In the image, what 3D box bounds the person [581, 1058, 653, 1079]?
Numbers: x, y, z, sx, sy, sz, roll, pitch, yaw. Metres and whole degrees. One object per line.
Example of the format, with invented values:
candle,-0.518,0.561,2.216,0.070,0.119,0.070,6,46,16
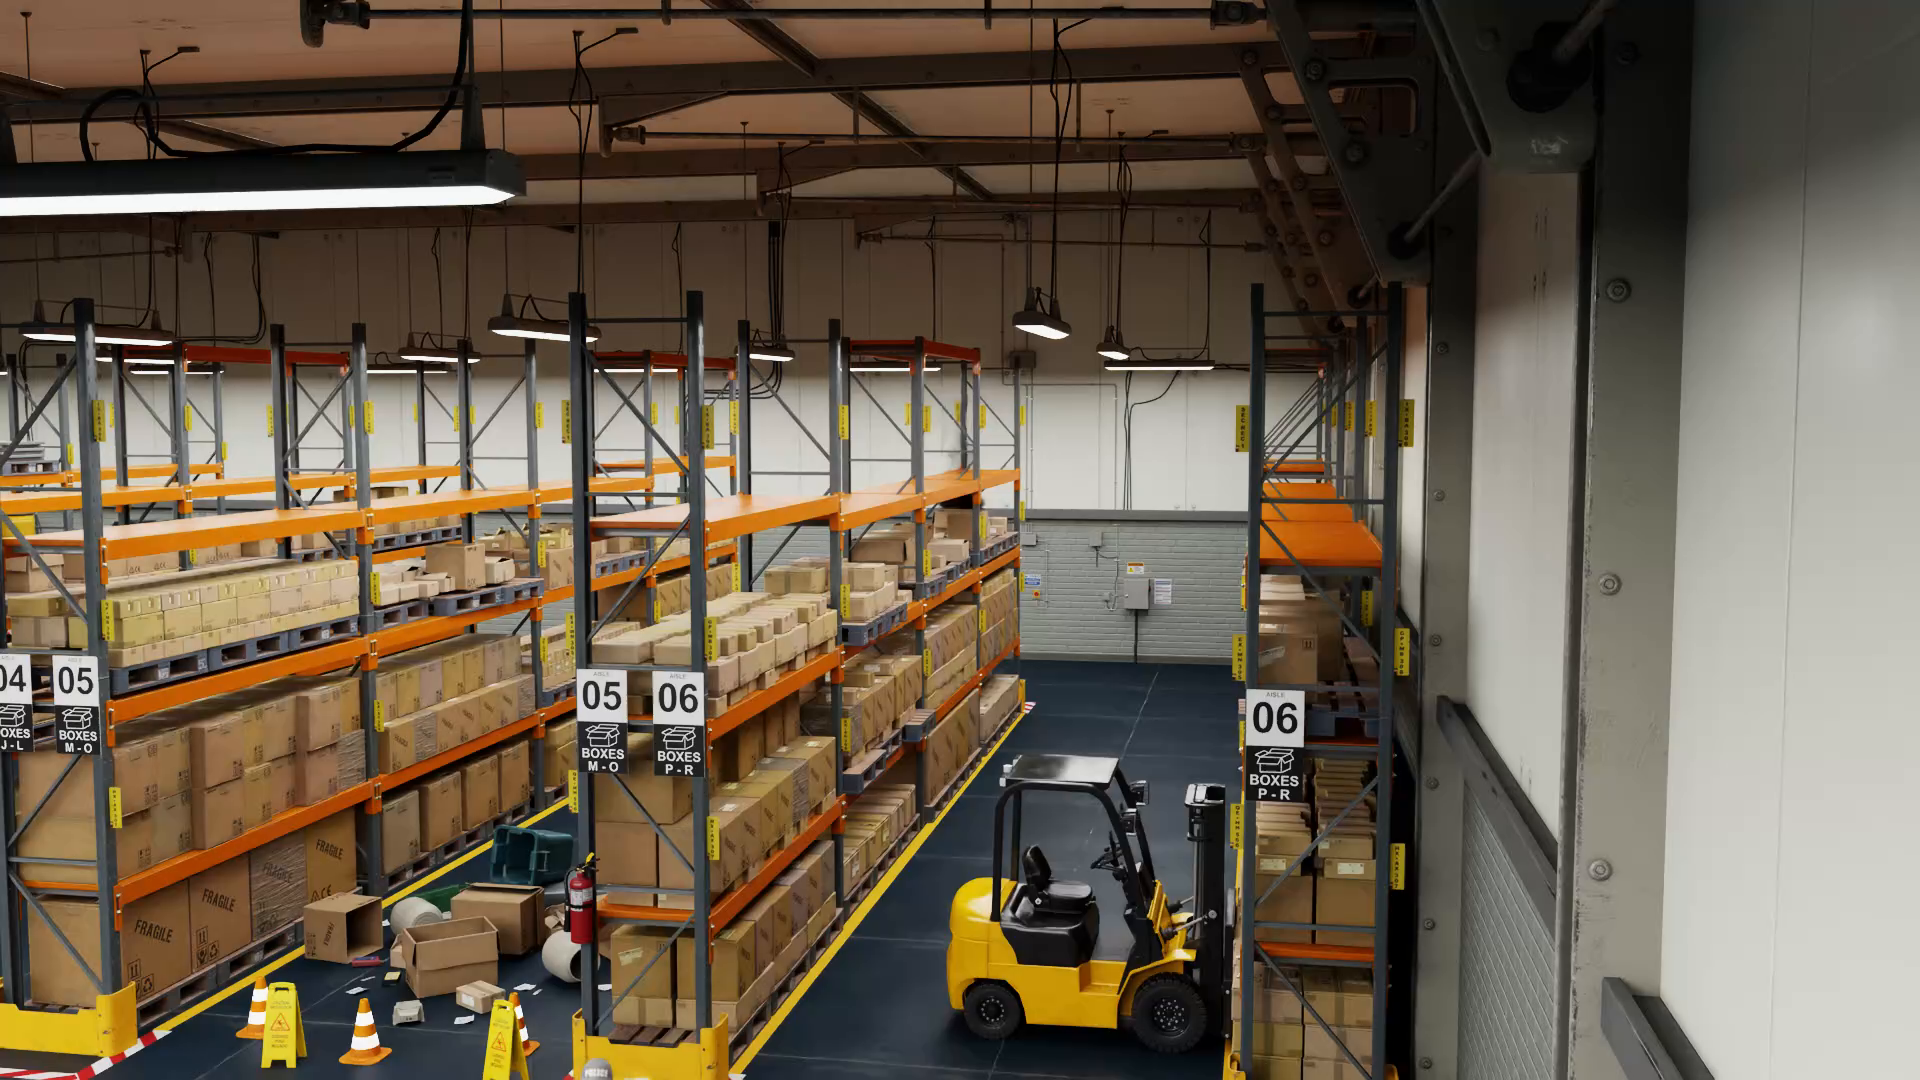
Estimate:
person,-2.003,3.641,9.560,0.649,1.627,1.031,0,5,-4
